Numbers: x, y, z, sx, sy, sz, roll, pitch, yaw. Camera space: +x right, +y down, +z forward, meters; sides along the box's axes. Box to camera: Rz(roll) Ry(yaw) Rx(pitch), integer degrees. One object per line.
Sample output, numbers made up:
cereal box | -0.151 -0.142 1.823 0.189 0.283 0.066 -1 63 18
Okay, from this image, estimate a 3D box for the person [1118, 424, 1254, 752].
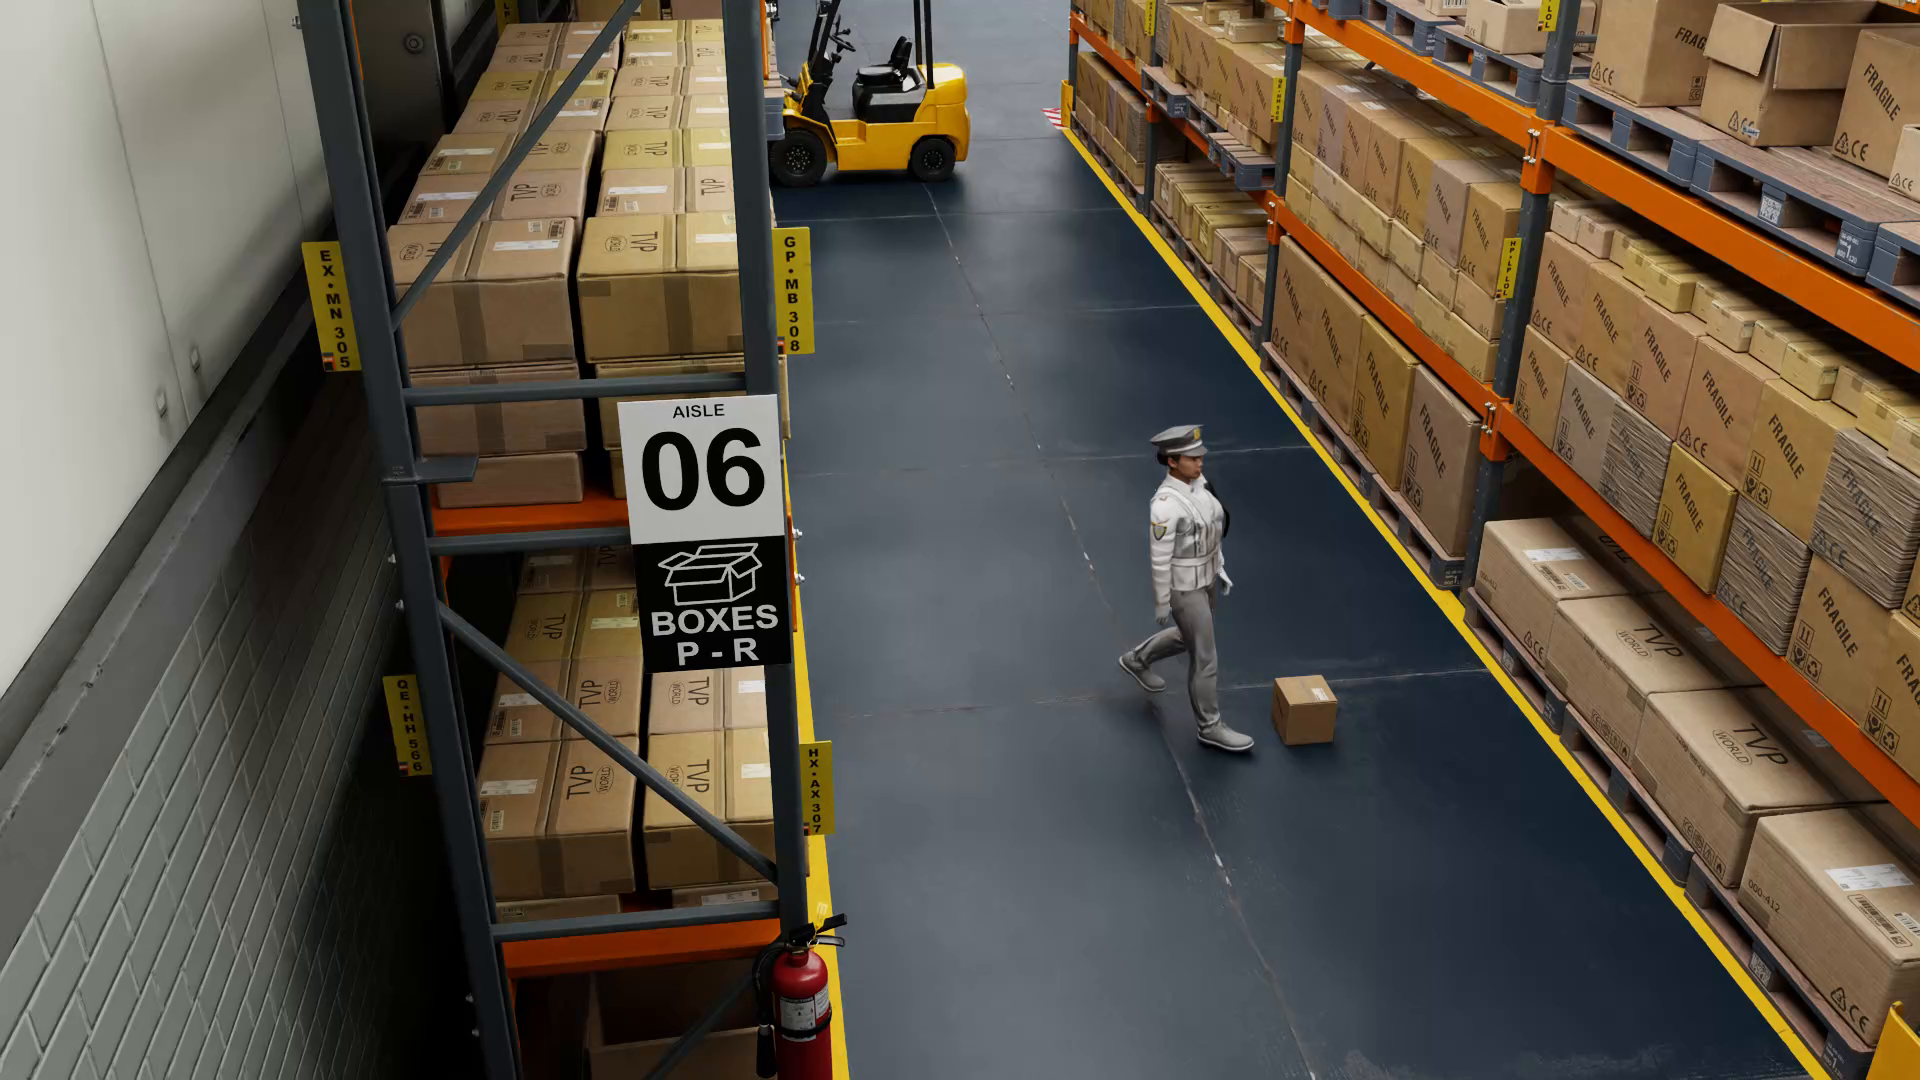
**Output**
person | 1.149 0.192 8.194 0.806 1.659 0.384 12 30 22
